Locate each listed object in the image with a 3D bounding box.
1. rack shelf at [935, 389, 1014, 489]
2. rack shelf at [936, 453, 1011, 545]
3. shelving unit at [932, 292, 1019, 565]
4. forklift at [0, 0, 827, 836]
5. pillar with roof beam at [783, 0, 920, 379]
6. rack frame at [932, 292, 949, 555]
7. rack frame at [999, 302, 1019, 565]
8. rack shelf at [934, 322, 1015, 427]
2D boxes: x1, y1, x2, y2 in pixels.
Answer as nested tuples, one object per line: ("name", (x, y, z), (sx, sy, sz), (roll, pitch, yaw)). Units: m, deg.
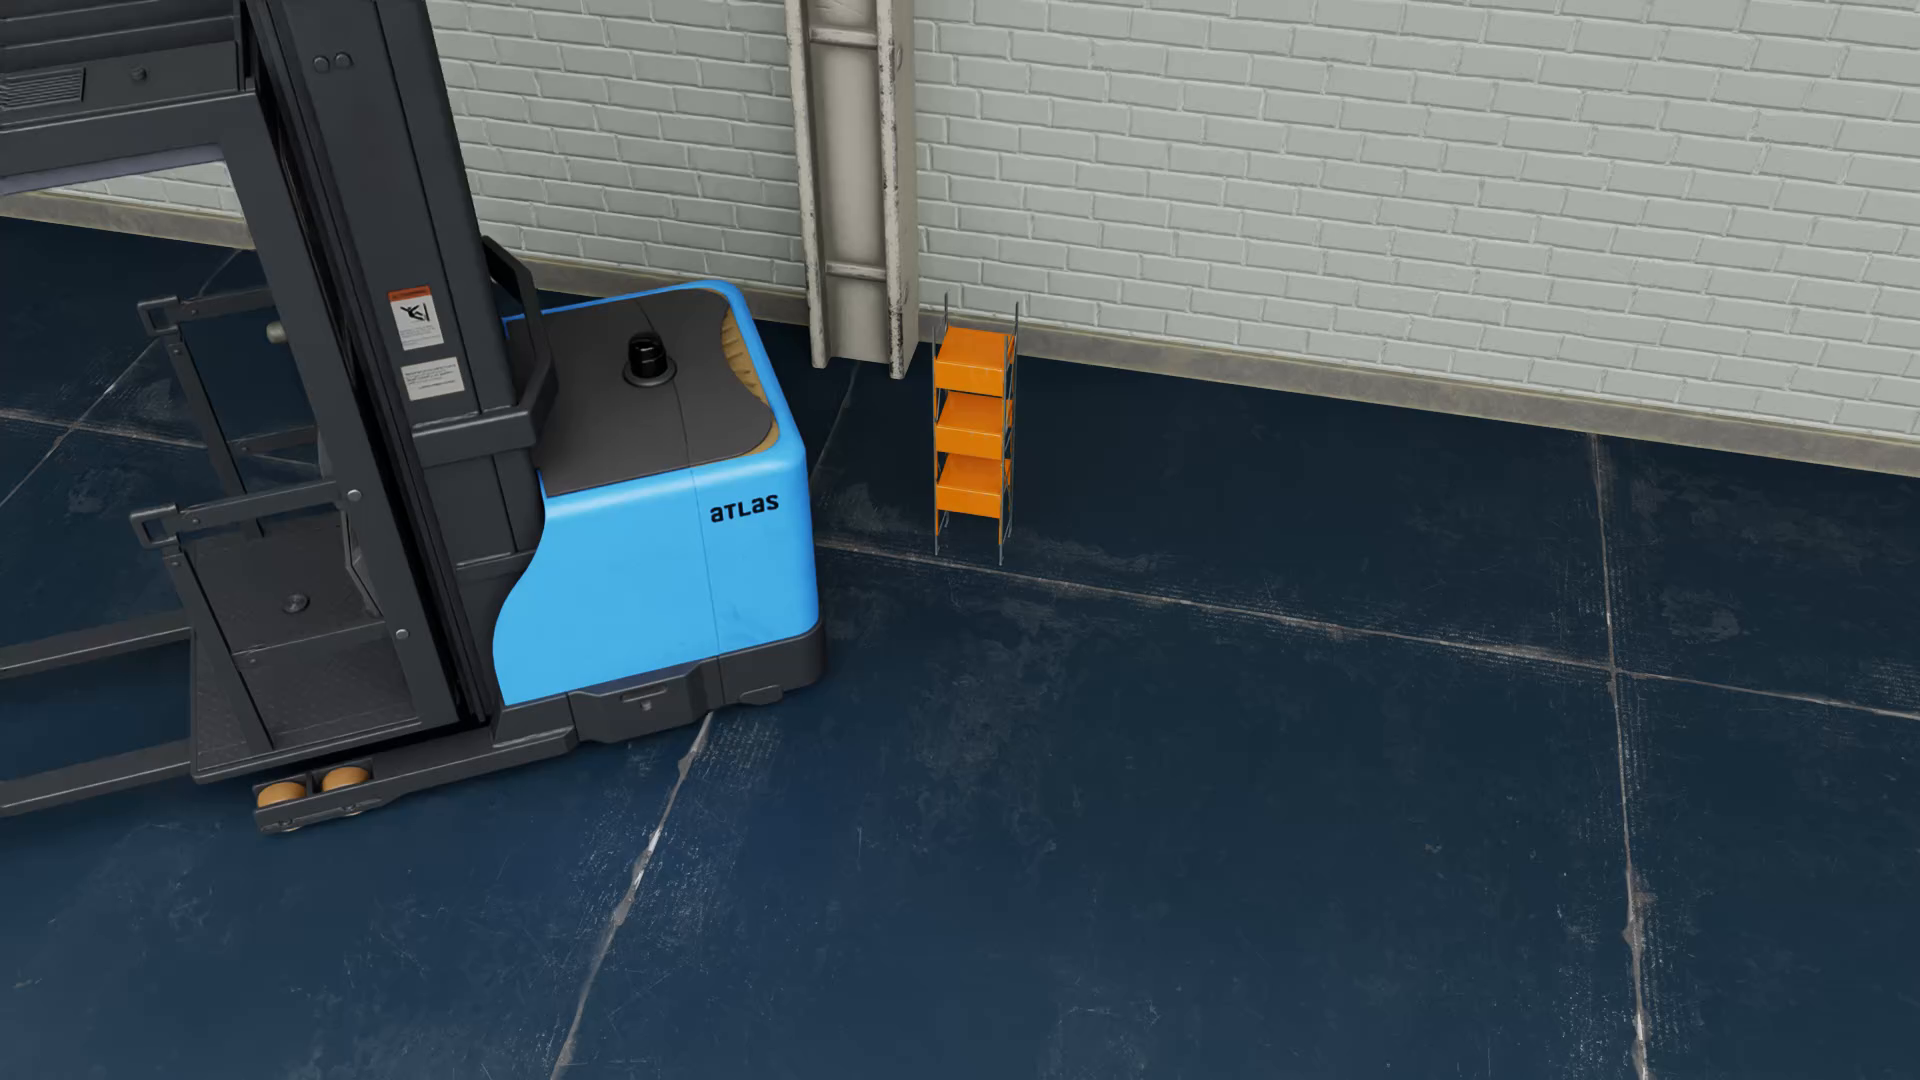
("rack shelf", (0.052, -0.363, 5.885), (0.240, 0.259, 0.215), (9, 45, 9))
("rack shelf", (0.052, -0.162, 6.078), (0.240, 0.259, 0.215), (9, 45, 9))
("shelving unit", (0.052, -0.370, 5.877), (0.252, 1.050, 0.215), (9, 45, 9))
("forklift", (-2.029, -0.542, 4.700), (3.031, 2.935, 1.130), (-13, 45, -13))
("pillar with roof beam", (-1.338, -1.133, 0.938), (0.400, 9.000, 9.100), (9, 45, 9))
("rack frame", (-0.067, -0.389, 5.897), (0.008, 1.050, 0.200), (9, 45, 9))
("rack frame", (0.171, -0.352, 5.858), (0.008, 1.050, 0.200), (9, 45, 9))
("rack shelf", (0.052, -0.567, 5.688), (0.240, 0.259, 0.215), (9, 45, 9))
